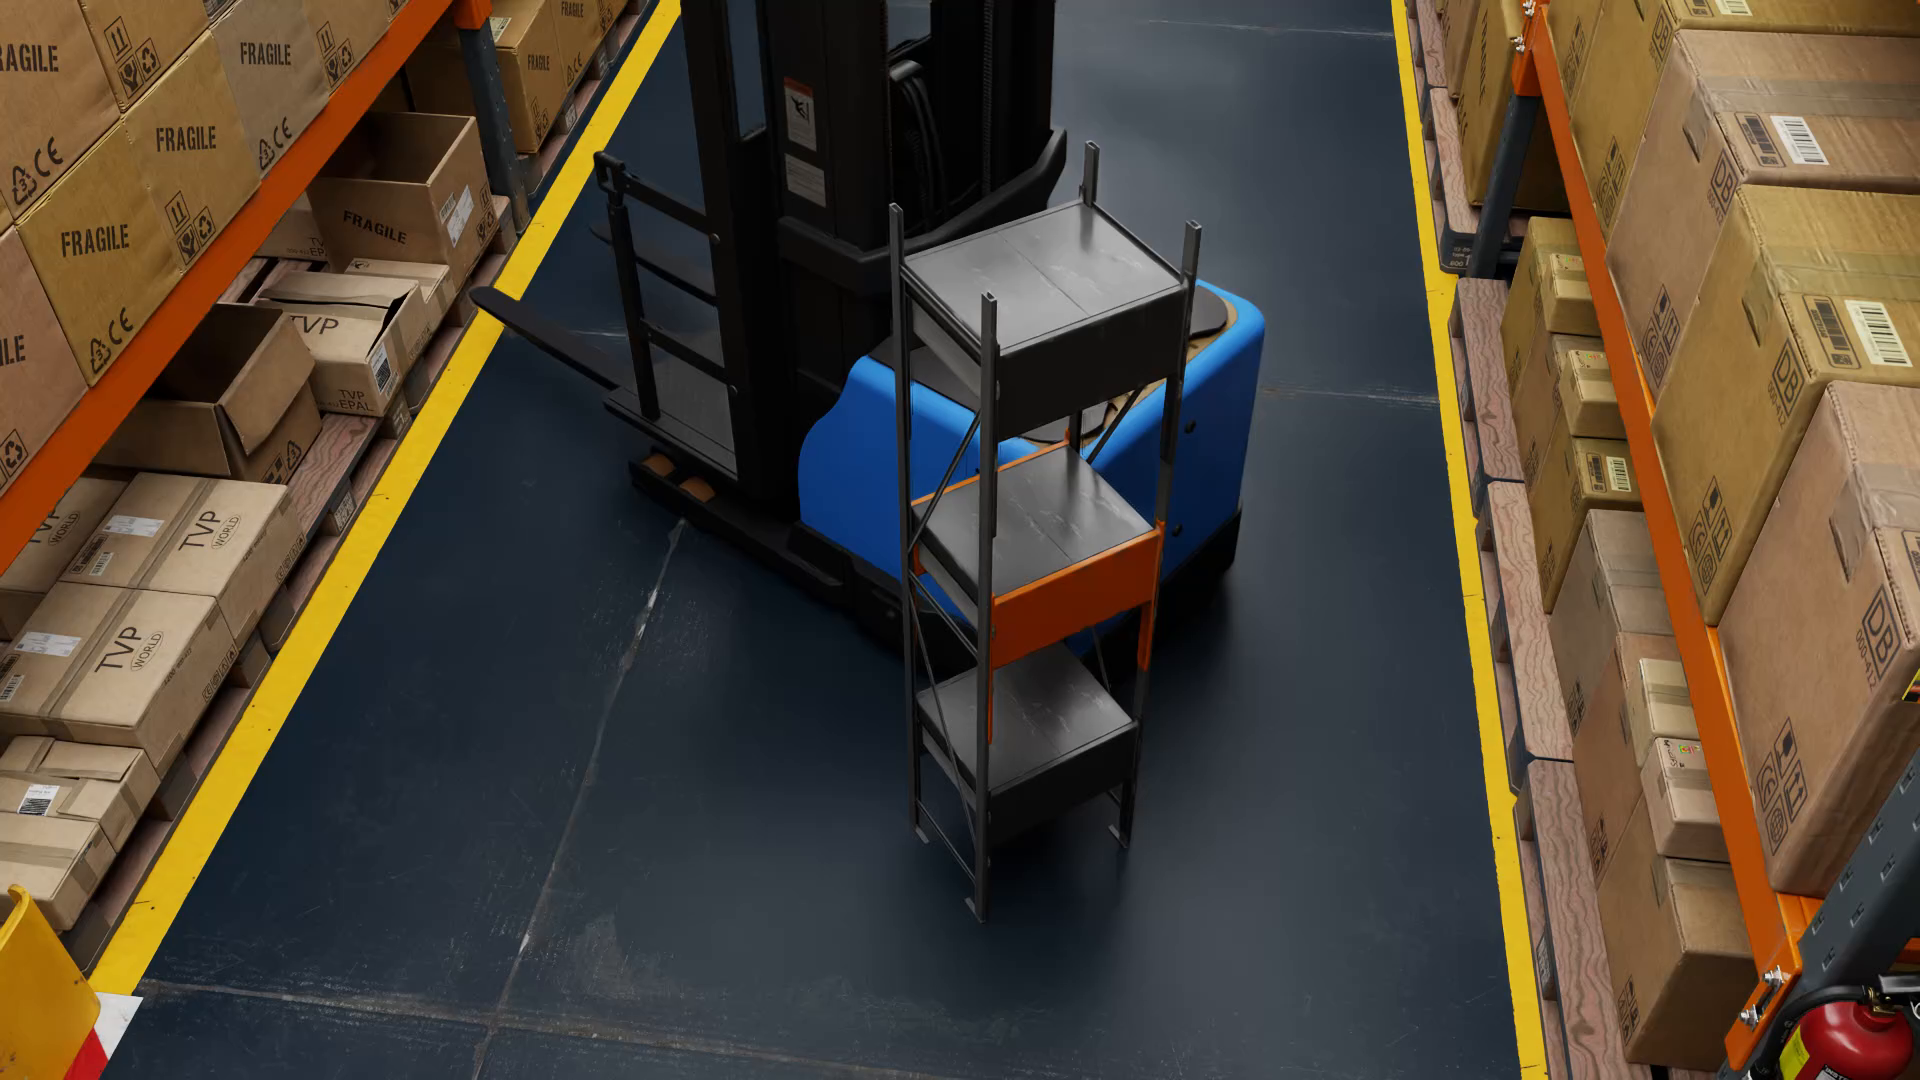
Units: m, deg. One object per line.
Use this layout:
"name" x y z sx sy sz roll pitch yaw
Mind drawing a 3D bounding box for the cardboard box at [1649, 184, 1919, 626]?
"cardboard box" 2.162 -0.258 3.623 0.980 0.700 0.700 5 44 5

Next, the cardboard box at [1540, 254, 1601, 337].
"cardboard box" 2.122 -0.793 5.447 0.380 0.149 0.250 7 44 7

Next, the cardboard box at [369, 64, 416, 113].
"cardboard box" -2.581 -2.092 7.276 0.500 0.500 0.500 5 44 5

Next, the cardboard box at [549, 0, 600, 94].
"cardboard box" -1.997 -2.402 7.603 0.500 0.500 0.500 6 44 6

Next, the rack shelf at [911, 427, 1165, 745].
"rack shelf" 0.172 0.110 4.126 0.480 0.518 0.431 -22 48 -22

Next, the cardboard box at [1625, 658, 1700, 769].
"cardboard box" 1.883 0.451 4.133 0.380 0.149 0.250 6 44 7

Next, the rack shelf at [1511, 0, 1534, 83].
"rack shelf" 2.813 -3.132 7.399 1.077 0.370 4.000 5 44 6

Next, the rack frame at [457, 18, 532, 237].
"rack frame" -2.362 -2.478 6.185 1.000 3.000 0.127 5 44 6

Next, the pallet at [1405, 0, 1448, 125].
"pallet" 2.735 -2.384 8.114 1.003 0.211 1.213 5 44 6

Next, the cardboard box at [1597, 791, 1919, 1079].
"cardboard box" 2.013 0.965 4.062 0.700 0.500 0.500 5 44 6

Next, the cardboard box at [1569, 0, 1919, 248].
"cardboard box" 2.359 -1.274 4.695 0.980 0.700 0.700 4 44 4

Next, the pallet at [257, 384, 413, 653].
"pallet" -2.613 -0.163 5.769 1.003 0.211 1.213 5 44 6

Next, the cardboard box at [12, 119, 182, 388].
"cardboard box" -2.439 -0.760 4.298 0.500 0.500 0.500 5 44 5

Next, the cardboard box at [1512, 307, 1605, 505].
"cardboard box" 2.278 -0.432 5.537 0.700 0.500 0.500 5 44 5

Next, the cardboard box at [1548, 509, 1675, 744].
"cardboard box" 2.145 0.281 4.784 0.700 0.500 0.500 4 44 4

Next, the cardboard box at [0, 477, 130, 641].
"cardboard box" -2.908 0.049 5.196 0.500 0.250 0.500 5 44 6

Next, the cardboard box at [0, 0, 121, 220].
"cardboard box" -2.438 -1.127 3.958 0.500 0.500 0.500 6 44 6

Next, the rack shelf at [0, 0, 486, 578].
"rack shelf" -2.627 -0.853 4.993 1.077 0.370 4.000 5 44 6

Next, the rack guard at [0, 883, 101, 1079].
"rack guard" -2.881 1.104 4.220 1.175 0.500 0.348 5 44 6

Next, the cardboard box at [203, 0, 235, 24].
"cardboard box" -2.304 -1.816 4.686 0.500 0.500 0.500 6 44 6

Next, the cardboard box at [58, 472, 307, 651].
"cardboard box" -2.406 0.061 5.184 0.500 0.250 0.500 5 44 6

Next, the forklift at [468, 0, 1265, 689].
"forklift" -0.531 -1.367 5.062 3.031 2.935 1.130 30 51 28

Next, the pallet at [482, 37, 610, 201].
"pallet" -2.292 -2.023 7.733 1.003 0.211 1.213 5 44 6

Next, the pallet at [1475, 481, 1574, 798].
"pallet" 2.212 0.328 5.250 1.003 0.211 1.213 5 44 6

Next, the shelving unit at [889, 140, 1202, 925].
"shelving unit" 0.172 0.100 4.117 0.503 2.100 0.431 -22 48 -22

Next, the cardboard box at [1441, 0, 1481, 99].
"cardboard box" 2.620 -2.463 7.427 0.750 0.750 0.750 6 44 7

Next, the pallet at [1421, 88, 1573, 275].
"pallet" 2.576 -1.550 7.233 1.003 0.211 1.213 5 44 6

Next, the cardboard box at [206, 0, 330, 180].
"cardboard box" -2.306 -1.448 5.025 0.500 0.500 0.500 6 44 6

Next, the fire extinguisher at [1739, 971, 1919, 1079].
"fire extinguisher" 1.542 0.921 2.924 0.296 0.674 0.183 5 44 6

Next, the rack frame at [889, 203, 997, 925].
"rack frame" -0.038 0.186 4.026 0.015 2.100 0.400 -22 48 -22

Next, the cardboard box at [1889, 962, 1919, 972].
"cardboard box" 2.195 0.833 3.729 0.380 0.149 0.250 6 44 6

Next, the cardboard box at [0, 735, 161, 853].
"cardboard box" -2.462 0.693 4.577 0.380 0.166 0.250 5 44 6

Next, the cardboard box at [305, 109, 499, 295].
"cardboard box" -2.156 -1.316 6.456 0.500 0.500 0.500 5 44 6

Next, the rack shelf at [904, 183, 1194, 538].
"rack shelf" 0.172 -0.398 3.645 0.480 0.518 0.431 -22 48 -22

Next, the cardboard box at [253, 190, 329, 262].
"cardboard box" -2.632 -1.395 6.677 0.500 0.311 0.500 5 44 6

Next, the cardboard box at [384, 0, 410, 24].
"cardboard box" -2.174 -2.150 5.766 0.500 0.500 0.500 6 44 6

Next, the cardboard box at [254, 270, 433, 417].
"cardboard box" -2.255 -0.736 5.981 0.500 0.311 0.500 5 44 6
